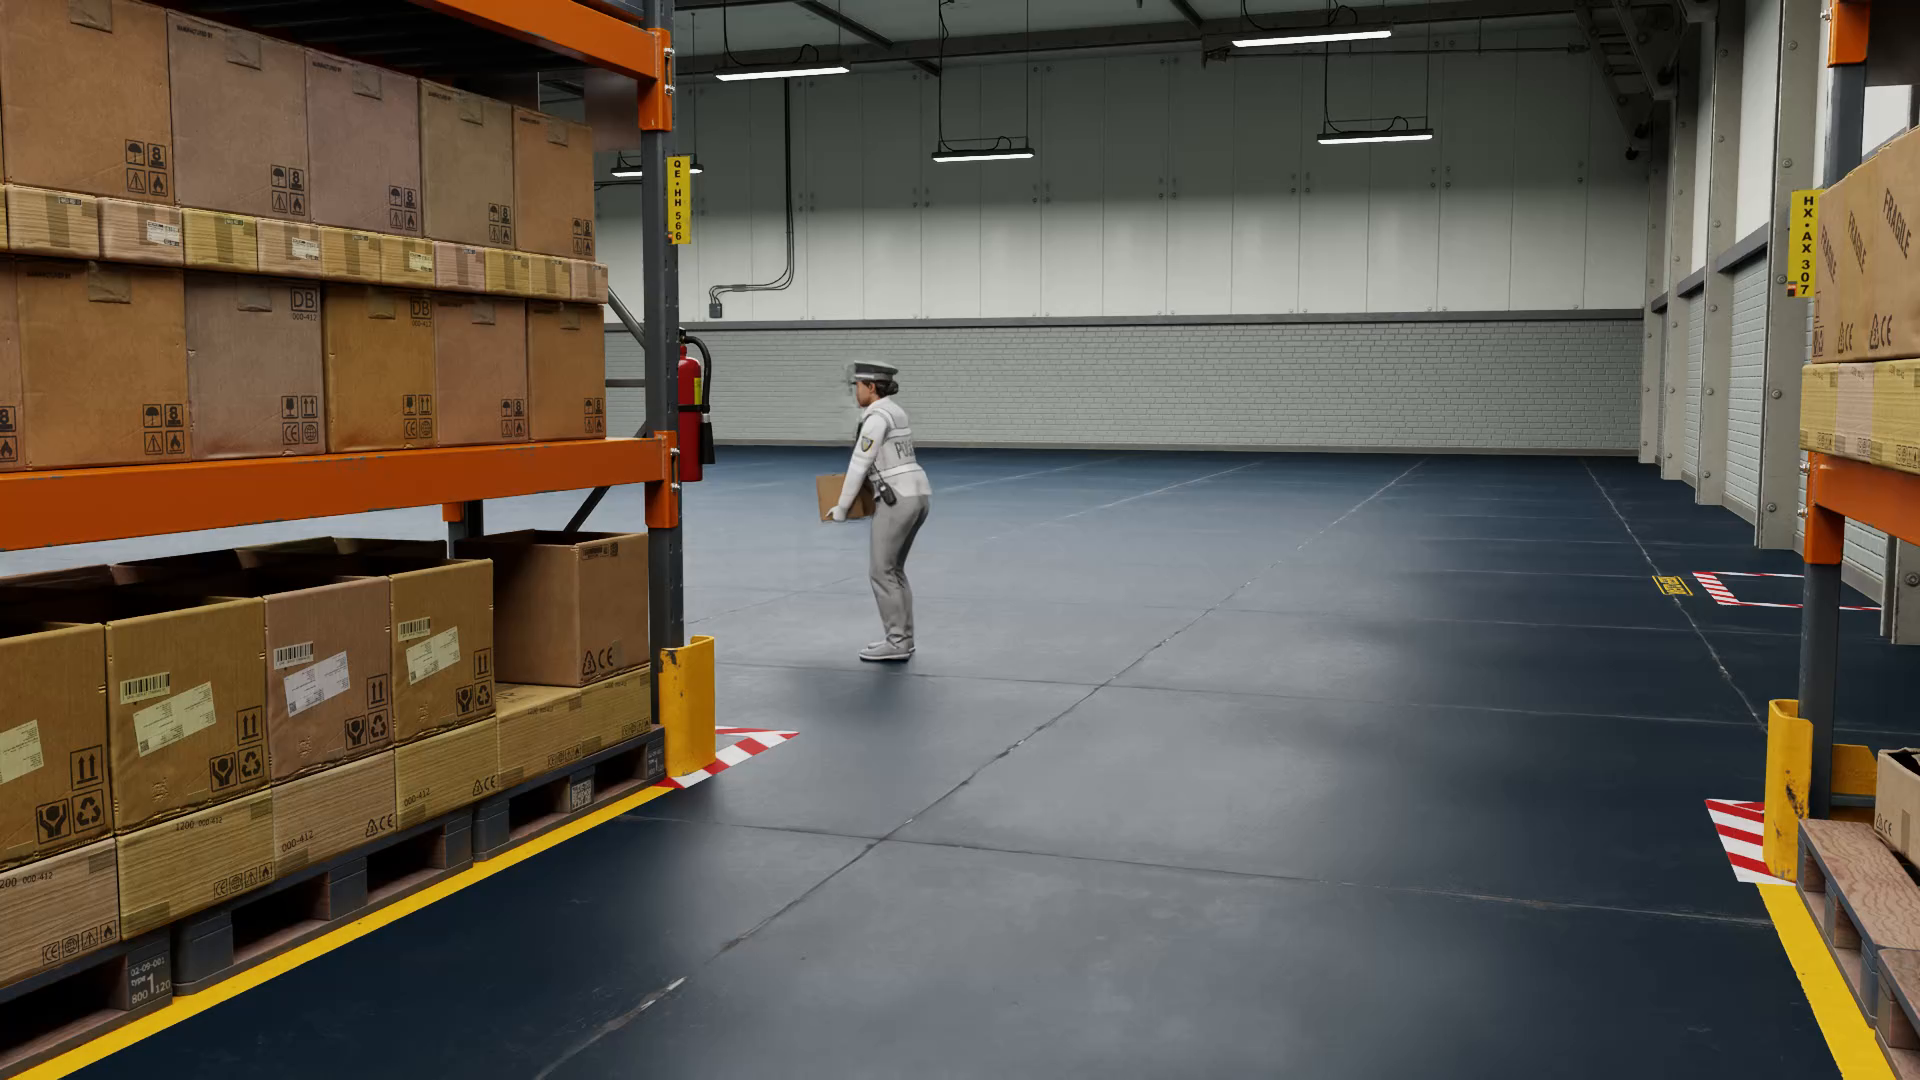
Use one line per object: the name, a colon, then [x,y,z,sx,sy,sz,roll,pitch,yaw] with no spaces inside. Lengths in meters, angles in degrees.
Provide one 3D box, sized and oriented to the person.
person: [-0.440,-0.167,9.179,0.550,1.648,0.416,2,6,18]
